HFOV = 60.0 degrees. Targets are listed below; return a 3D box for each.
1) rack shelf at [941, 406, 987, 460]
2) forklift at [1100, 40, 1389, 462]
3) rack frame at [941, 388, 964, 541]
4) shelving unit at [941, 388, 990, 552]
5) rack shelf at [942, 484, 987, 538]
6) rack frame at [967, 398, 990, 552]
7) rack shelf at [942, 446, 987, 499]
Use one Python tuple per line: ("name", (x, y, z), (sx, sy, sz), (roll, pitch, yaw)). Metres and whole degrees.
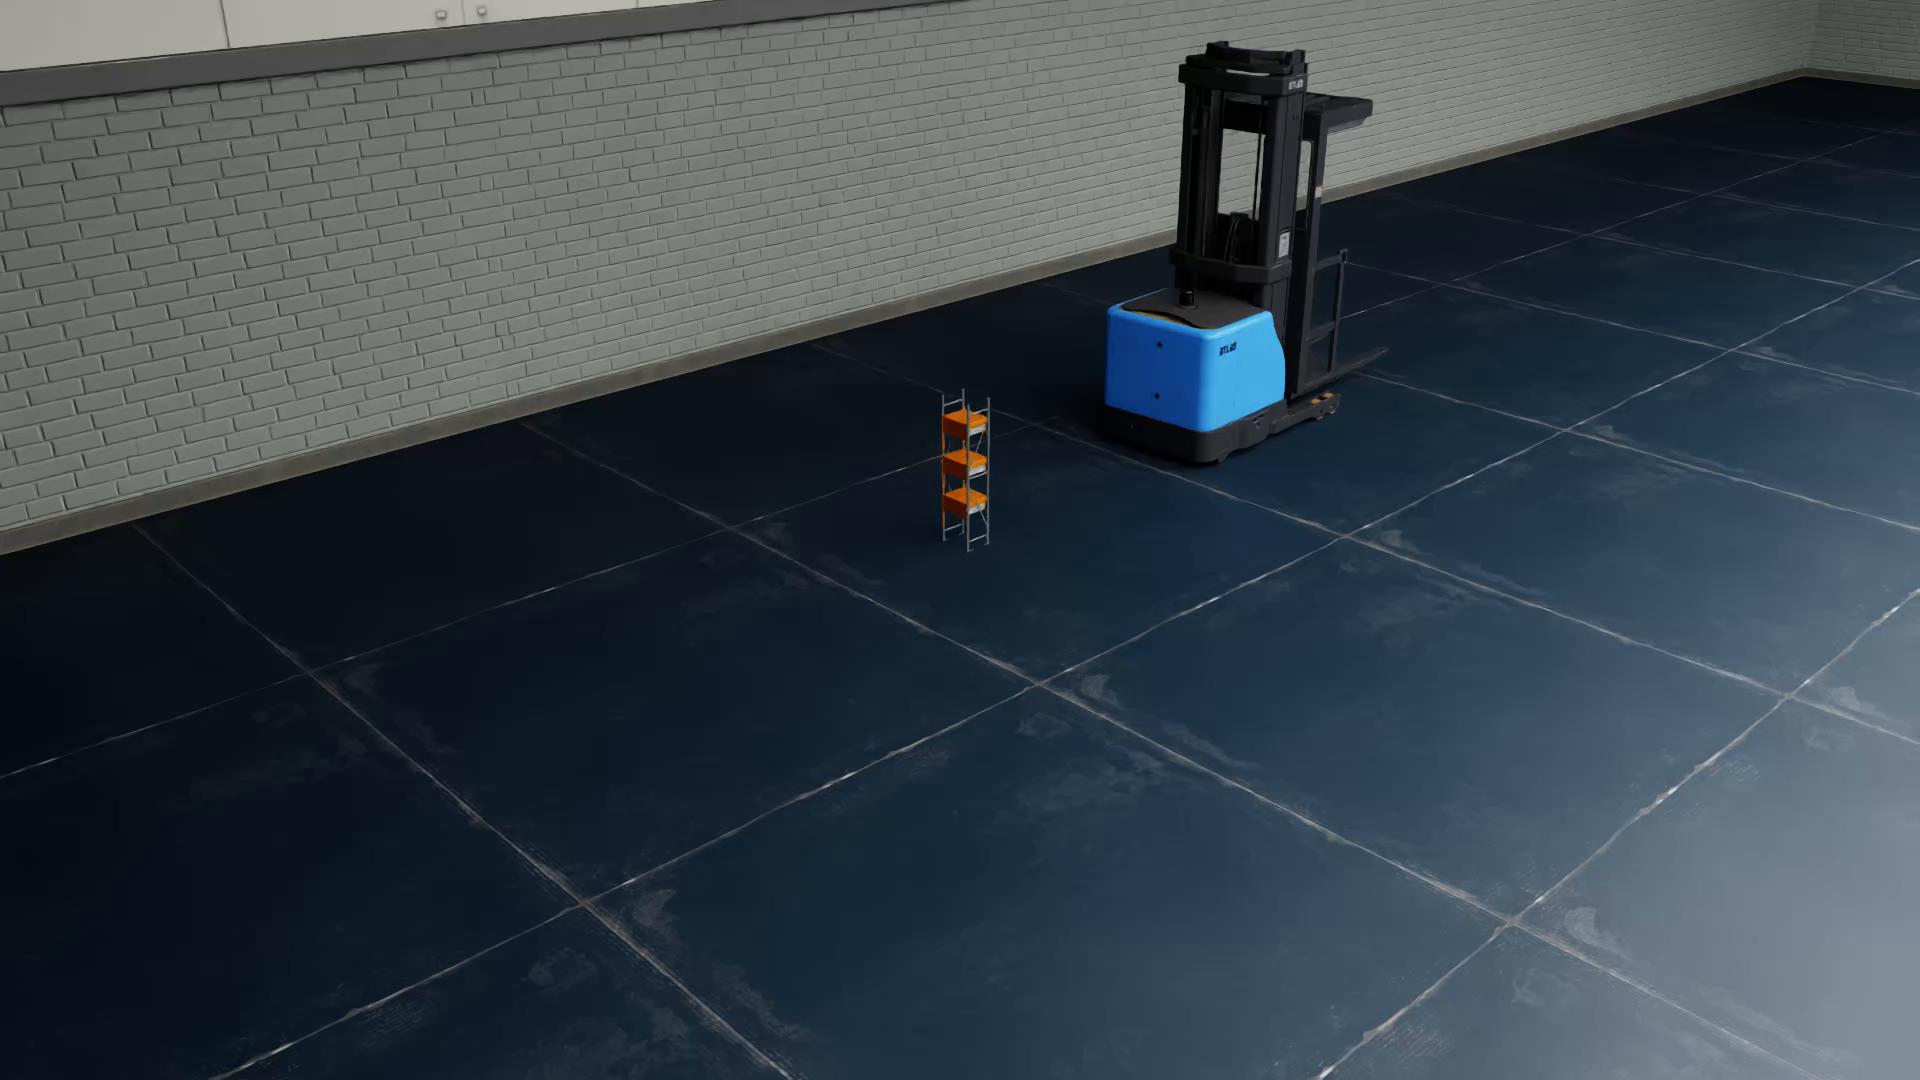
("rack shelf", (0.037, -0.710, 10.988), (0.215, 0.259, 0.240), (-21, 32, -38))
("forklift", (2.468, -2.438, 13.168), (1.130, 2.935, 3.031), (21, 32, 38))
("rack frame", (-0.047, -0.498, 11.182), (0.200, 1.050, 0.008), (-21, 32, -38))
("shelving unit", (0.037, -0.461, 11.101), (0.215, 1.050, 0.252), (-21, 32, -38))
("rack shelf", (0.037, -0.199, 11.221), (0.215, 0.259, 0.240), (-21, 32, -38))
("rack frame", (0.120, -0.424, 11.020), (0.200, 1.050, 0.008), (-21, 32, -38))
("rack shelf", (0.037, -0.452, 11.106), (0.215, 0.259, 0.240), (-21, 32, -38))
